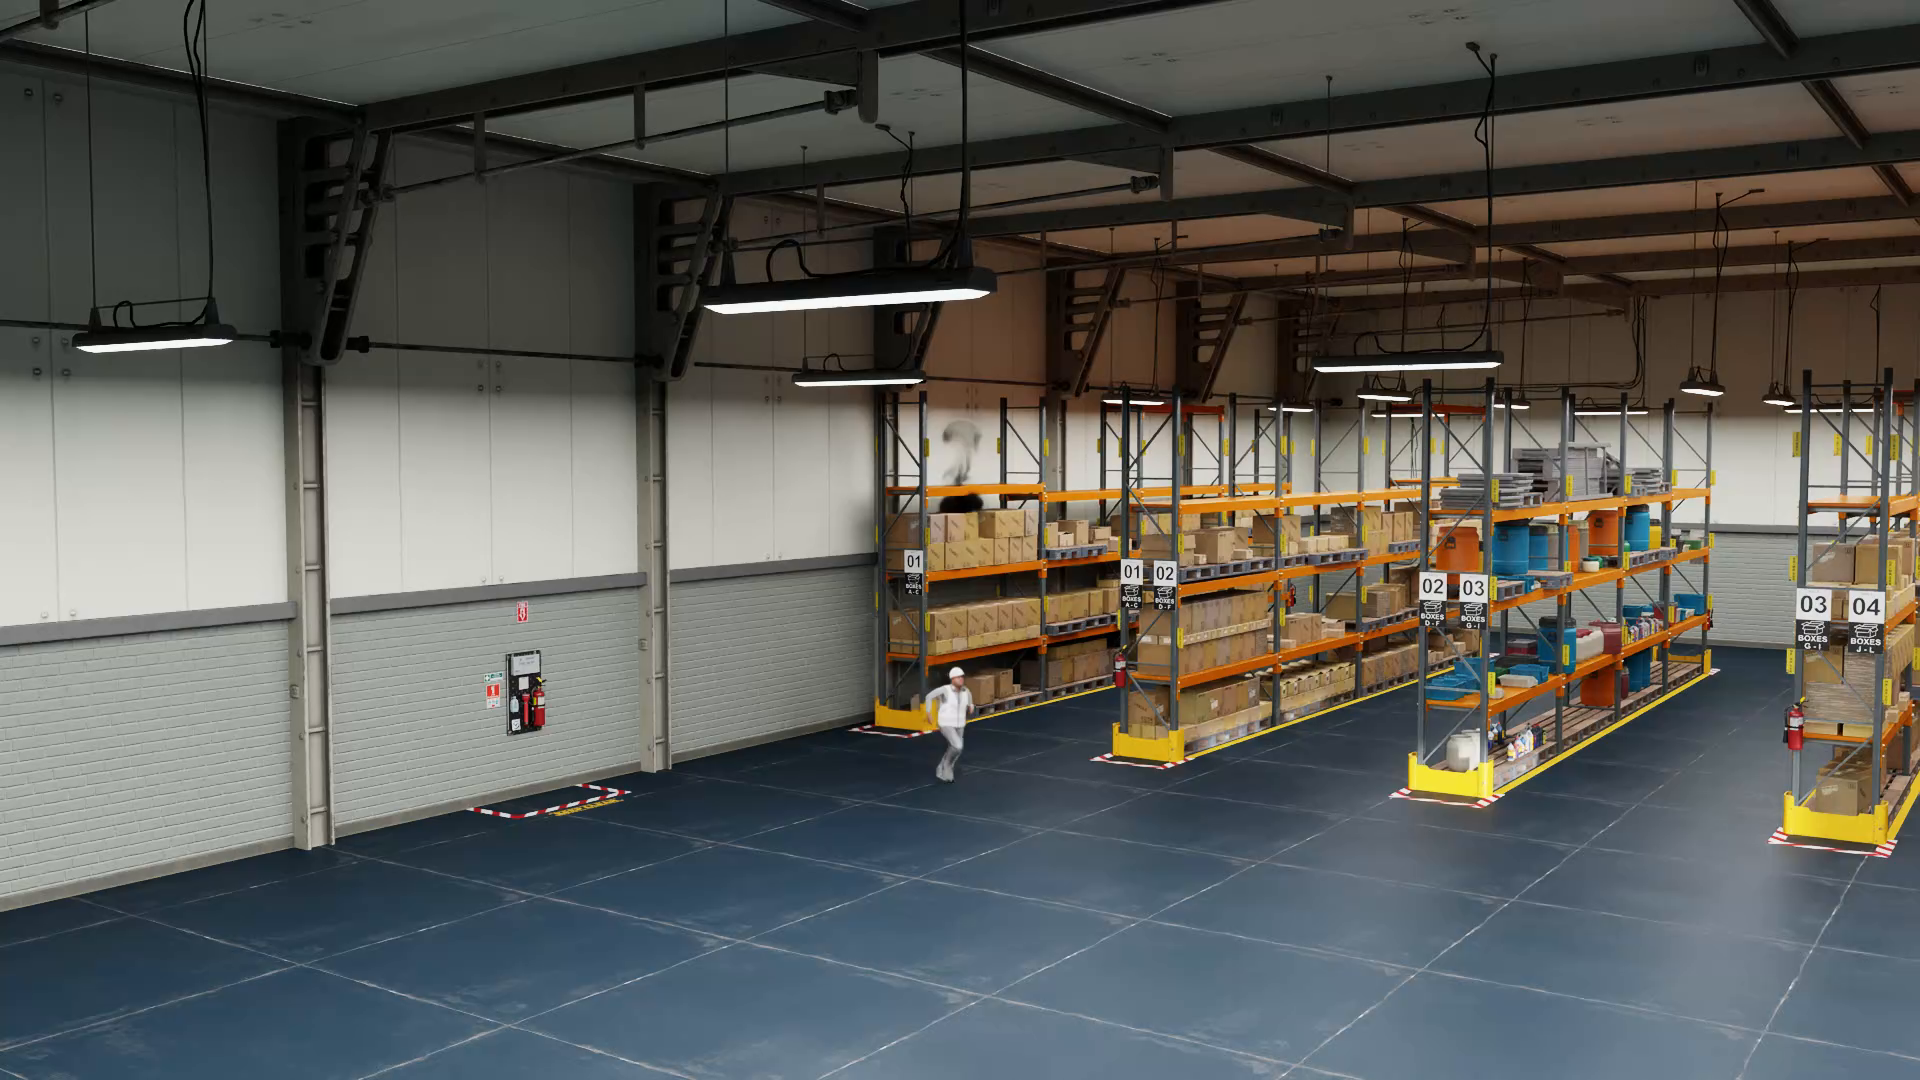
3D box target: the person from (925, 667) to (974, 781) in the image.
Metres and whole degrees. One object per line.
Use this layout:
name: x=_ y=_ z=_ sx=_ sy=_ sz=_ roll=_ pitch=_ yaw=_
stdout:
person: x=-0.107 y=2.746 z=24.688 sx=0.690 sy=1.723 sz=0.767 roll=-2 pitch=4 yaw=-34
